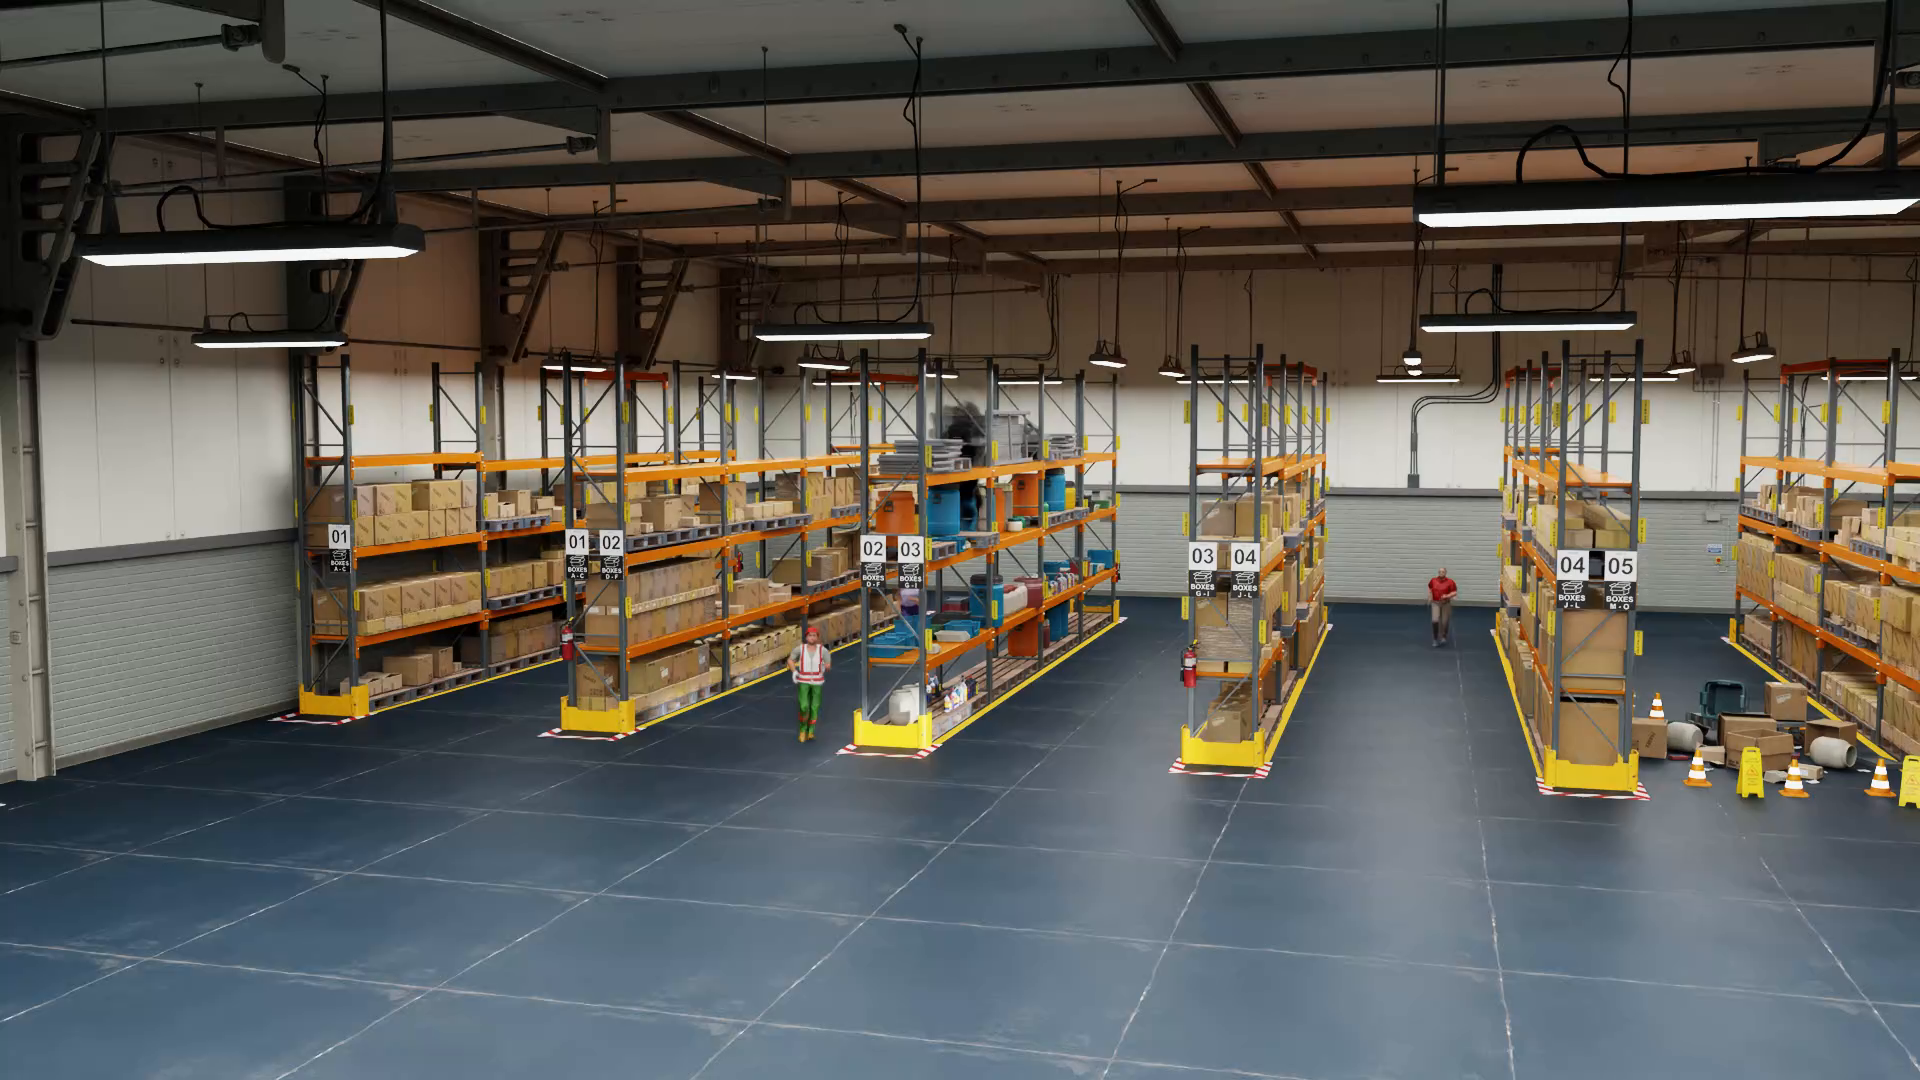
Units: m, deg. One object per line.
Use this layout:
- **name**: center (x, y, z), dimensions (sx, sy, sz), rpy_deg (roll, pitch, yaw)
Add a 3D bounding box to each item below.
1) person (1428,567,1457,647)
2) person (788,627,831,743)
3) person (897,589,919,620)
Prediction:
- **person**: center (10.422, 1.465, 35.974), dimensions (0.629, 1.777, 0.800), rpy_deg (2, 5, 21)
- **person**: center (-2.282, 2.219, 25.425), dimensions (0.651, 1.786, 0.665), rpy_deg (-1, 4, -11)
- **person**: center (-1.052, 1.553, 35.061), dimensions (0.582, 1.708, 0.758), rpy_deg (1, 4, 7)
